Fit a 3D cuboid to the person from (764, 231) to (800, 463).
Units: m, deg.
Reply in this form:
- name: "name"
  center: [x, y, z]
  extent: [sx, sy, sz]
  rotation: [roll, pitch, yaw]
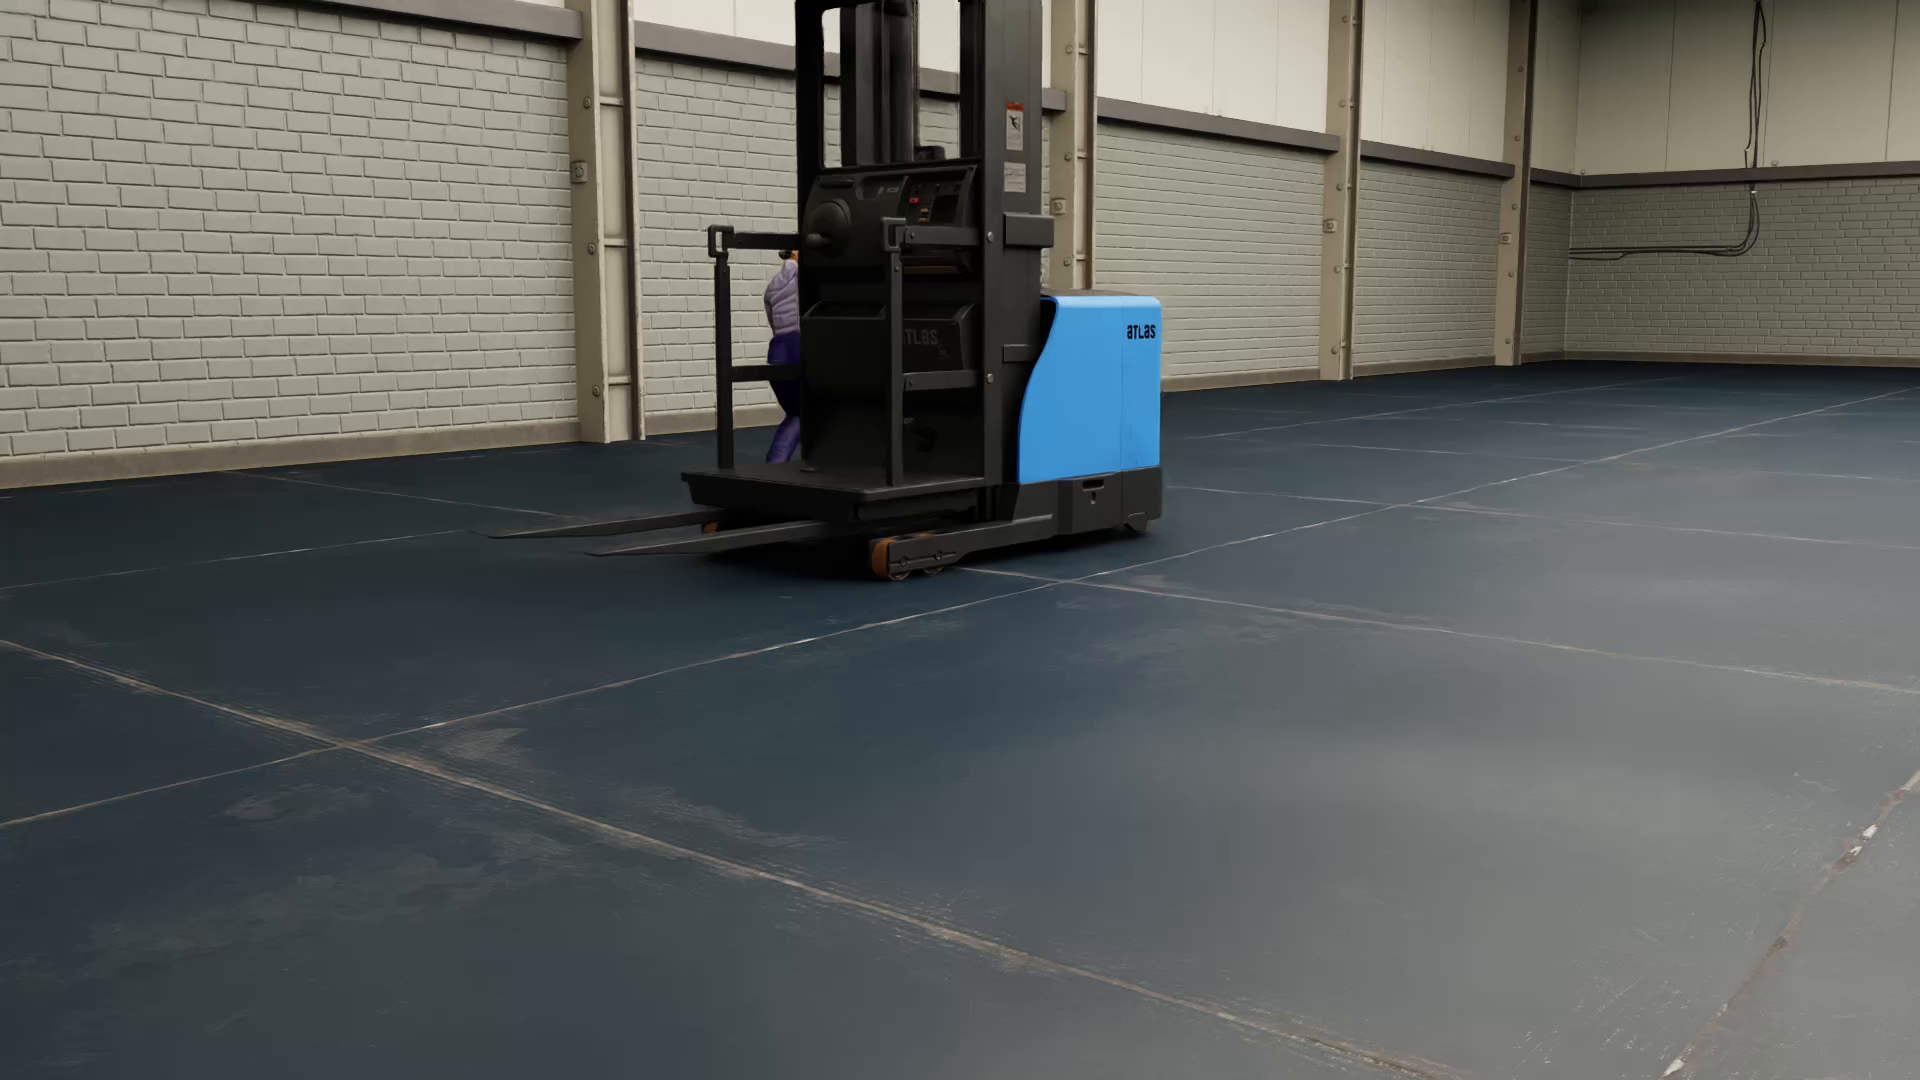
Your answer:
- name: "person"
  center: [-0.832, -1.072, 9.757]
  extent: [0.703, 1.473, 0.729]
  rotation: [5, 10, 31]

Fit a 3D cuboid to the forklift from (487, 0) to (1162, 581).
- name: "forklift"
  center: [-0.439, -1.375, 6.680]
  extent: [1.130, 2.935, 3.031]
  rotation: [7, 11, 42]
